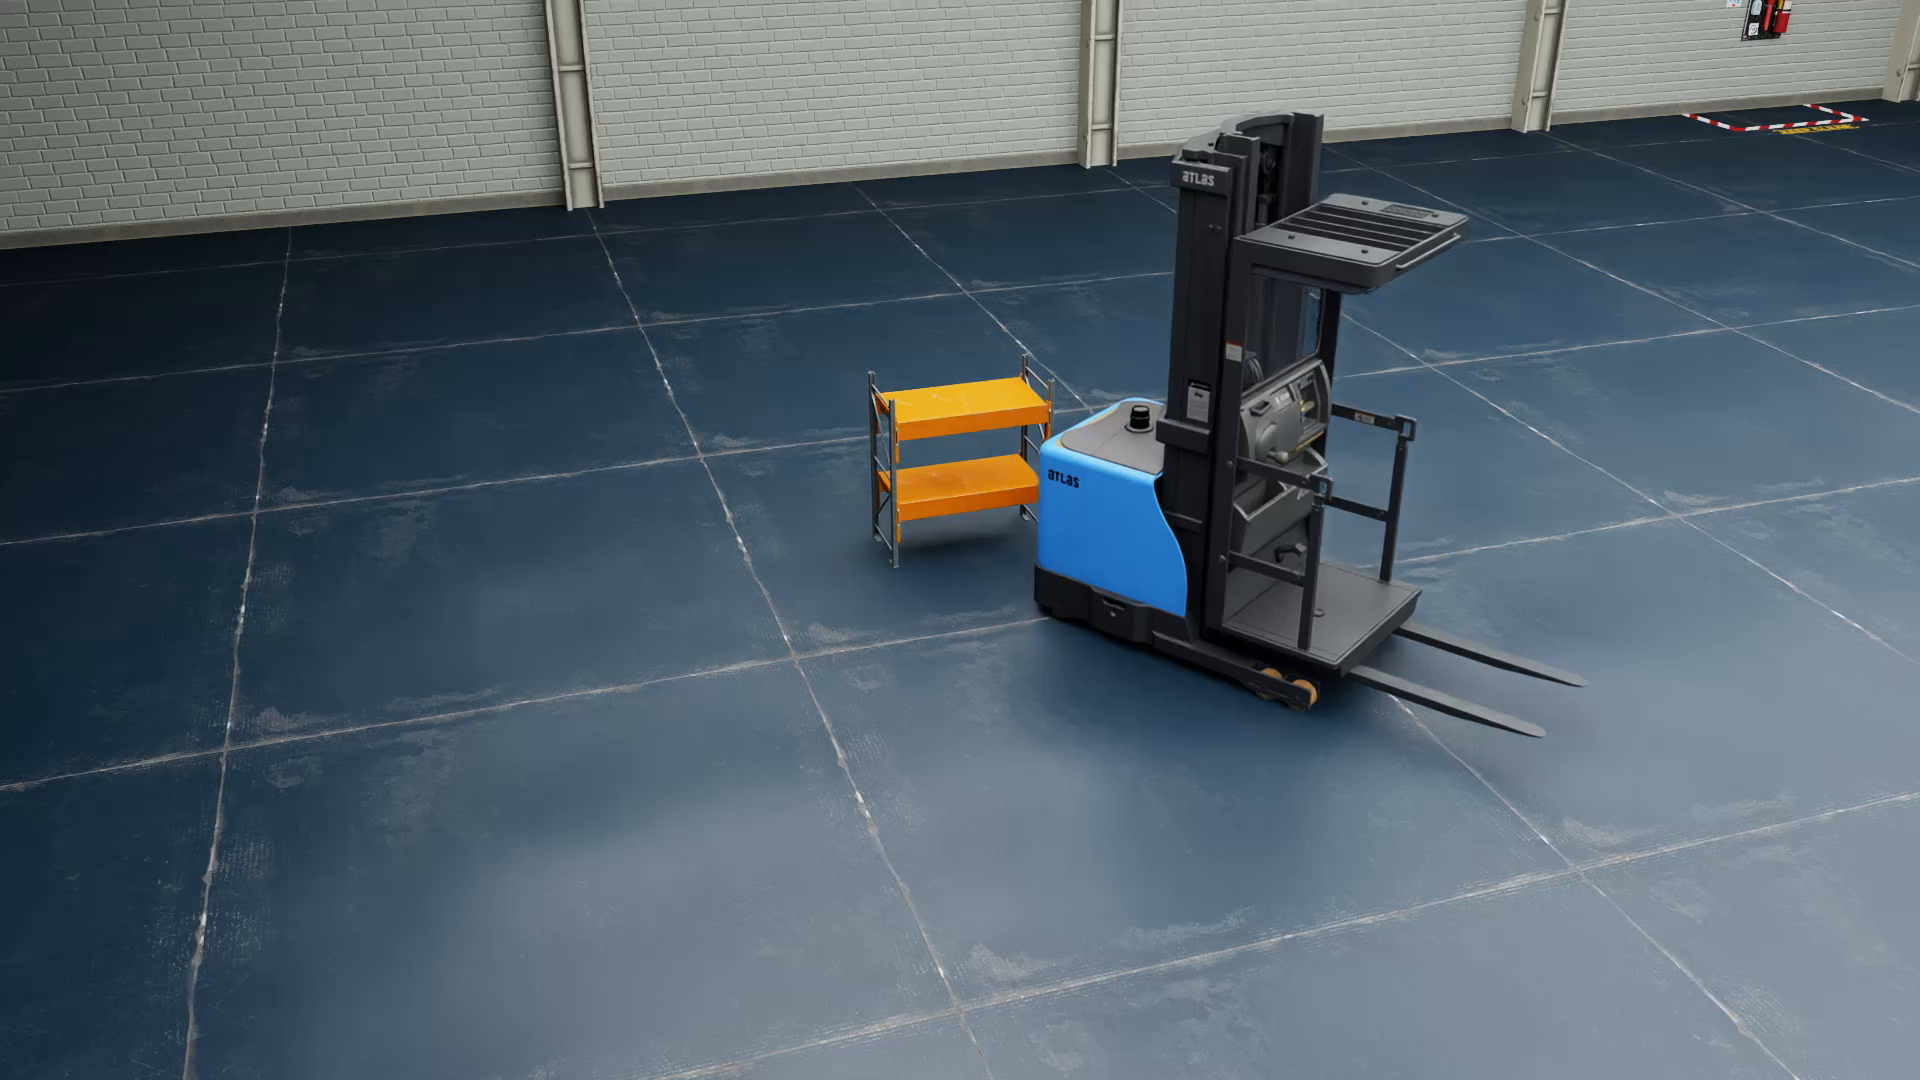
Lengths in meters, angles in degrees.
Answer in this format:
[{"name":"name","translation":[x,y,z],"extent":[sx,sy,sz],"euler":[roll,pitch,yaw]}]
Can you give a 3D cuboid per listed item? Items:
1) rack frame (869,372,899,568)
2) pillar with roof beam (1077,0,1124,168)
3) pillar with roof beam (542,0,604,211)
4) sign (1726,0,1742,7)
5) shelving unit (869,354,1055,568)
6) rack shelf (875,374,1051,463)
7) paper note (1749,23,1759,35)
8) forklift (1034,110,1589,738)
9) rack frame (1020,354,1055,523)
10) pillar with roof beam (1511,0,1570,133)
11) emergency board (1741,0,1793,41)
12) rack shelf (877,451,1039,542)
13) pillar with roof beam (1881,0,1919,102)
[{"name":"rack frame","translation":[-0.477,-0.435,10.361],"extent":[0.032,1.125,0.500],"euler":[-8,28,-16]},{"name":"pillar with roof beam","translation":[2.954,-6.672,14.069],"extent":[0.400,9.000,9.100],"euler":[-8,28,-16]},{"name":"pillar with roof beam","translation":[-2.751,-5.846,12.405],"extent":[0.400,9.000,9.100],"euler":[-8,28,-16]},{"name":"sign","translation":[10.112,-7.117,21.672],"extent":[0.234,0.329,0.001],"euler":[-8,28,-16]},{"name":"shelving unit","translation":[0.006,-0.505,10.502],"extent":[1.048,1.125,0.538],"euler":[-8,28,-16]},{"name":"rack shelf","translation":[0.006,-0.767,10.372],"extent":[1.000,0.278,0.538],"euler":[-8,28,-16]},{"name":"paper note","translation":[10.480,-6.744,21.951],"extent":[0.142,0.148,0.016],"euler":[-8,28,-16]},{"name":"forklift","translation":[1.911,-0.663,8.789],"extent":[3.031,2.935,1.130],"euler":[19,32,34]},{"name":"rack frame","translation":[0.490,-0.575,10.643],"extent":[0.032,1.125,0.500],"euler":[-8,28,-16]},{"name":"pillar with roof beam","translation":[8.659,-7.498,15.734],"extent":[0.400,9.000,9.100],"euler":[-8,28,-16]},{"name":"emergency board","translation":[10.669,-7.133,21.745],"extent":[0.643,1.169,0.194],"euler":[-8,28,-16]},{"name":"rack shelf","translation":[0.006,-0.286,10.610],"extent":[1.000,0.278,0.538],"euler":[-8,28,-16]},{"name":"pillar with roof beam","translation":[14.364,-8.324,17.398],"extent":[0.400,9.000,9.100],"euler":[-8,28,-16]}]
